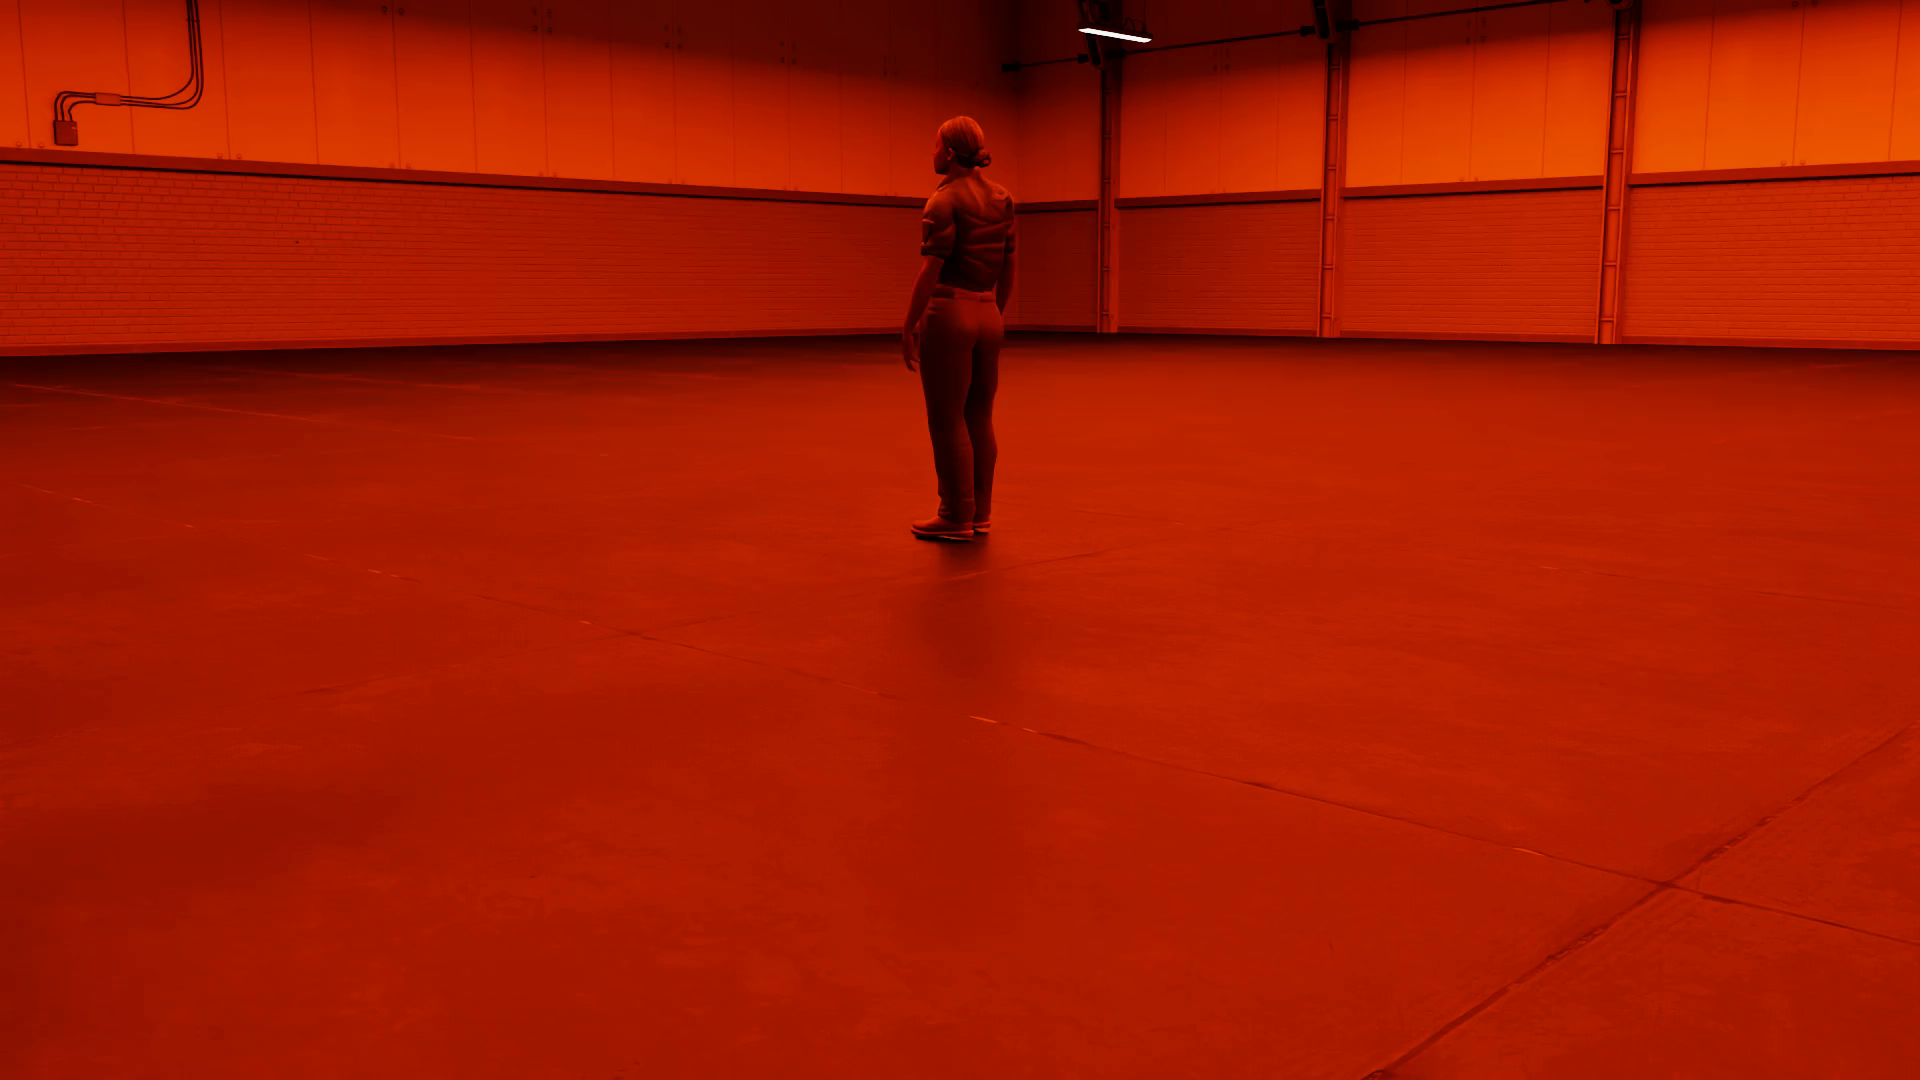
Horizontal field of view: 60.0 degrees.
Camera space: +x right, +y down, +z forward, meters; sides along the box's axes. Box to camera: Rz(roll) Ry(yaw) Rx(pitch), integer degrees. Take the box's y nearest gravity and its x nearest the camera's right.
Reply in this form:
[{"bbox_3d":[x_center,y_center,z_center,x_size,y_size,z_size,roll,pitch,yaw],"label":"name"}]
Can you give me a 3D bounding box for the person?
[{"bbox_3d":[-0.049,-0.836,6.667,0.504,1.654,0.569,8,12,43],"label":"person"}]
